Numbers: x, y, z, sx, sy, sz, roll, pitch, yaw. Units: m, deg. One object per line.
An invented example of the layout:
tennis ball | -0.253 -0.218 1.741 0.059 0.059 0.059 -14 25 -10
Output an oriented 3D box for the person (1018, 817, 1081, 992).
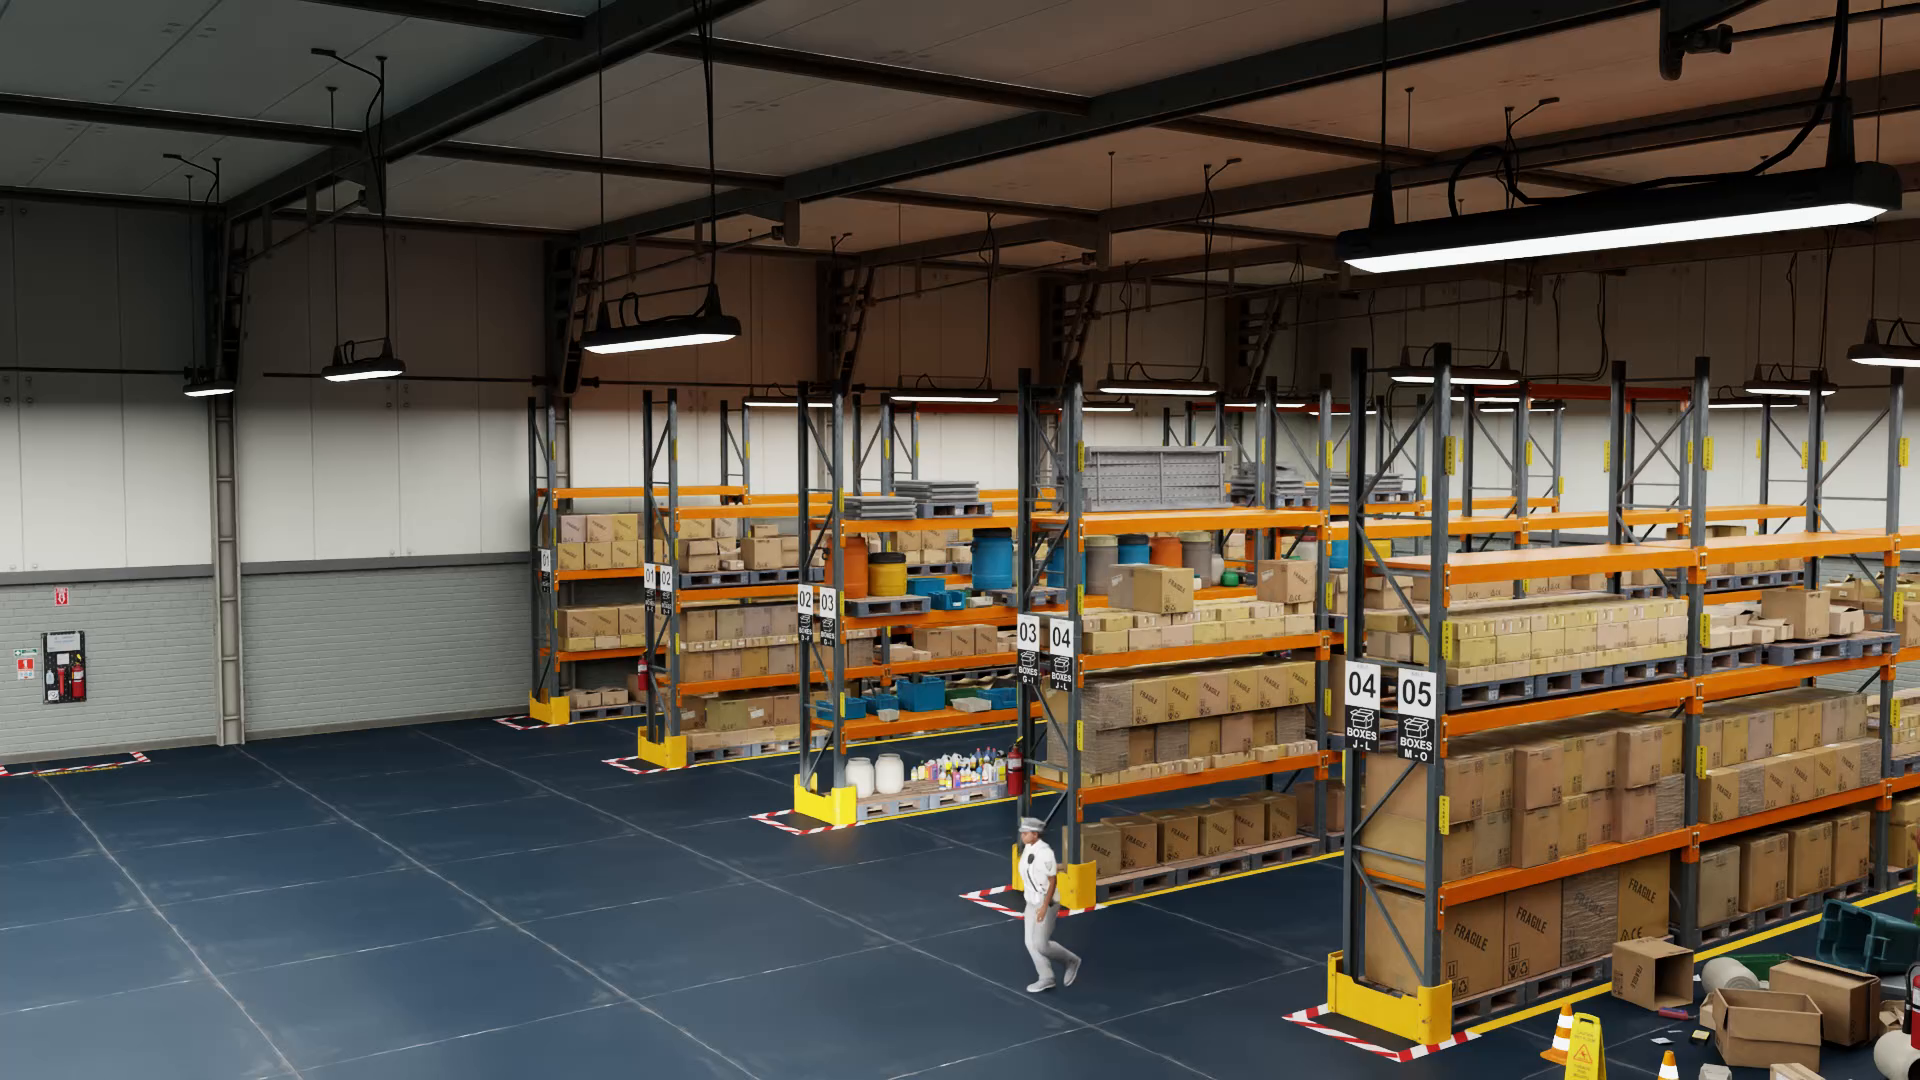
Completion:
person | 0.826 3.419 15.687 0.555 1.654 0.507 -1 4 -23

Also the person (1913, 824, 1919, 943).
person | 9.976 3.329 16.821 0.840 1.693 0.634 -3 4 -39
